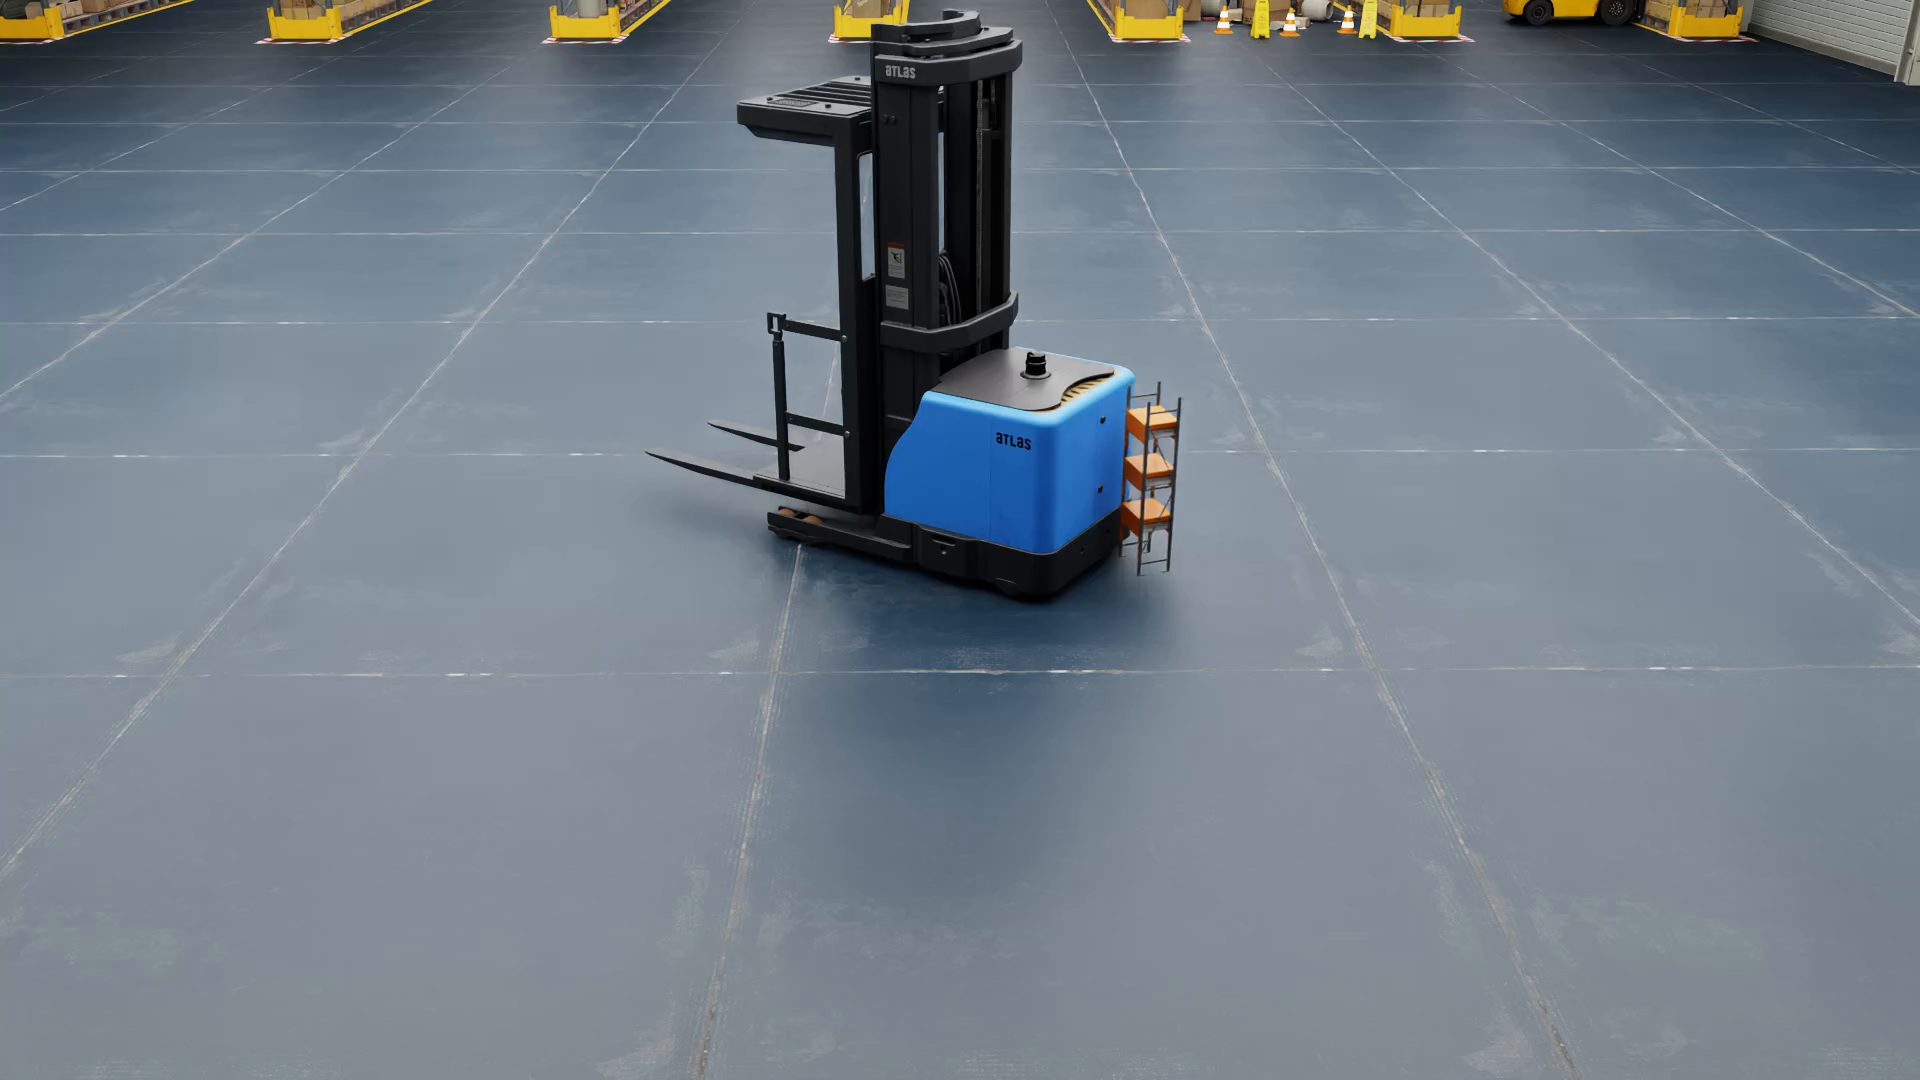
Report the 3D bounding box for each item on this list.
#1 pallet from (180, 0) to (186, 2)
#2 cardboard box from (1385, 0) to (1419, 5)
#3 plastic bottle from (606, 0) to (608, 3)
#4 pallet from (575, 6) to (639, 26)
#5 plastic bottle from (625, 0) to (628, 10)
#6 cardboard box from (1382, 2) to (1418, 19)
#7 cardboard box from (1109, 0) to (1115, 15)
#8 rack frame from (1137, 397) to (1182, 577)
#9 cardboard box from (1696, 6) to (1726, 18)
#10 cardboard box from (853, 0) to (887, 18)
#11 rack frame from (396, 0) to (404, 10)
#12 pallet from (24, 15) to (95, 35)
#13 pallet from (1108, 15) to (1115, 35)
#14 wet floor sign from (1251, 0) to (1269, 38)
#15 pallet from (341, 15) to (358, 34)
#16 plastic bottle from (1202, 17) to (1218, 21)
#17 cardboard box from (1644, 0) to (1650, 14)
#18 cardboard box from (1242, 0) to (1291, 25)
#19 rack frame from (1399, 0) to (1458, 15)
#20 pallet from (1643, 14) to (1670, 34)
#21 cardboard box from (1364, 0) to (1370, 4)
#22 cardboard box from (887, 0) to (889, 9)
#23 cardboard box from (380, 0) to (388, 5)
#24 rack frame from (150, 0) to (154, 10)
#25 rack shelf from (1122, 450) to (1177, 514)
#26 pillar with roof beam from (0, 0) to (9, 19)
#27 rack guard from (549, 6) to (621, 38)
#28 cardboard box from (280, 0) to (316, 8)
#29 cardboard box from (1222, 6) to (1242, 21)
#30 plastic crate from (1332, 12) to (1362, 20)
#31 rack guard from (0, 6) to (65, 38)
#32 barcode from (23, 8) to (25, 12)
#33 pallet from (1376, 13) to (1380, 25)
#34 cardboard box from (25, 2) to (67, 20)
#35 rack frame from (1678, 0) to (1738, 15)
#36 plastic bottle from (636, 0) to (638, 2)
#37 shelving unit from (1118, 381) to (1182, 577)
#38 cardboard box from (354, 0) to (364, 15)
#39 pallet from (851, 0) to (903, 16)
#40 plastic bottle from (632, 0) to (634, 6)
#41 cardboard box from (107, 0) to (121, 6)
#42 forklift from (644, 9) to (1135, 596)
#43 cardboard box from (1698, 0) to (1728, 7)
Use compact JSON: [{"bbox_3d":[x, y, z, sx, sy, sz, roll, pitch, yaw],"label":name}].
[{"bbox_3d":[-16.560,-11.440,34.788,1.003,0.211,1.213,0,24,-1],"label":"pallet"},{"bbox_3d":[8.009,-9.958,30.044,0.500,0.500,0.500,0,24,0],"label":"cardboard box"},{"bbox_3d":[-6.889,-10.590,32.205,0.144,0.351,0.185,0,24,-1],"label":"plastic bottle"},{"bbox_3d":[-6.645,-9.879,31.336,1.003,0.211,1.213,0,24,-1],"label":"pallet"},{"bbox_3d":[-6.276,-10.087,31.174,0.061,0.283,0.133,0,24,0],"label":"plastic bottle"},{"bbox_3d":[8.001,-9.629,30.227,0.500,0.250,0.500,0,24,-1],"label":"cardboard box"},{"bbox_3d":[3.245,-10.150,30.620,0.875,0.875,0.875,-1,24,-1],"label":"cardboard box"},{"bbox_3d":[1.087,-0.281,9.095,0.200,1.050,0.008,-9,28,-18],"label":"rack frame"},{"bbox_3d":[13.432,-9.514,29.974,0.500,0.250,0.500,0,24,0],"label":"cardboard box"},{"bbox_3d":[-1.621,-9.614,29.891,0.500,0.500,0.500,4,25,9],"label":"cardboard box"},{"bbox_3d":[-11.580,-11.909,32.442,1.000,3.000,0.127,0,24,-1],"label":"rack frame"},{"bbox_3d":[-16.464,-9.333,30.130,1.003,0.211,1.213,0,24,-1],"label":"pallet"},{"bbox_3d":[3.243,-9.343,30.153,1.003,0.211,1.213,0,24,-1],"label":"pallet"},{"bbox_3d":[5.310,-9.209,29.329,0.267,0.644,0.232,-4,25,-10],"label":"wet floor sign"},{"bbox_3d":[-11.587,-9.306,30.069,1.003,0.211,1.213,0,24,-1],"label":"pallet"},{"bbox_3d":[4.729,-9.859,31.474,0.283,0.061,0.133,-9,26,-19],"label":"plastic bottle"},{"bbox_3d":[12.929,-9.914,30.858,0.500,0.250,0.500,0,24,0],"label":"cardboard box"},{"bbox_3d":[5.728,-9.924,31.081,0.797,0.503,0.637,-19,31,-36],"label":"cardboard box"},{"bbox_3d":[8.279,-10.349,28.991,1.000,3.000,0.127,0,24,-1],"label":"rack frame"},{"bbox_3d":[13.192,-9.417,30.315,1.003,0.211,1.213,0,24,-1],"label":"pallet"},{"bbox_3d":[7.997,-10.253,31.606,0.500,0.250,0.500,-1,24,-1],"label":"cardboard box"},{"bbox_3d":[-1.611,-10.348,31.514,0.500,0.500,0.500,-2,24,-5],"label":"cardboard box"},{"bbox_3d":[-11.361,-10.452,32.046,0.500,0.250,0.500,0,24,-1],"label":"cardboard box"},{"bbox_3d":[-16.533,-11.886,32.390,1.000,3.000,0.127,0,24,-1],"label":"rack frame"},{"bbox_3d":[1.045,-0.323,9.202,0.215,0.259,0.240,-9,28,-18],"label":"rack shelf"},{"bbox_3d":[-13.058,-13.275,28.181,9.100,9.000,0.400,0,24,-1],"label":"pillar with roof beam"},{"bbox_3d":[-6.631,-9.174,29.428,1.175,0.500,0.348,0,24,-1],"label":"rack guard"},{"bbox_3d":[-11.840,-9.761,29.609,0.500,0.500,0.500,0,24,-1],"label":"cardboard box"},{"bbox_3d":[5.147,-9.987,31.510,0.396,0.266,0.258,4,25,9],"label":"cardboard box"},{"bbox_3d":[7.432,-10.016,31.799,0.402,0.080,0.583,-9,26,-19],"label":"plastic crate"},{"bbox_3d":[-16.491,-9.130,29.330,1.175,0.500,0.348,0,24,-1],"label":"rack guard"},{"bbox_3d":[-16.807,-9.508,29.851,0.001,0.075,0.075,0,24,-1],"label":"barcode"},{"bbox_3d":[8.294,-9.946,31.485,1.003,0.211,1.213,0,24,-1],"label":"pallet"},{"bbox_3d":[-16.407,-9.498,29.840,0.500,0.311,0.500,-3,25,-7],"label":"cardboard box"},{"bbox_3d":[13.242,-10.373,29.044,1.000,3.000,0.127,0,24,-1],"label":"rack frame"},{"bbox_3d":[-6.330,-10.580,32.185,0.144,0.351,0.185,-1,24,-3],"label":"plastic bottle"},{"bbox_3d":[1.045,-0.333,9.197,0.215,1.050,0.252,-9,28,-18],"label":"shelving unit"},{"bbox_3d":[-11.334,-9.834,30.680,0.500,0.250,0.500,0,24,-1],"label":"cardboard box"},{"bbox_3d":[-1.632,-10.405,32.500,1.003,0.211,1.213,0,24,-1],"label":"pallet"},{"bbox_3d":[-6.328,-10.346,31.758,0.152,0.276,0.135,0,24,0],"label":"plastic bottle"},{"bbox_3d":[-16.482,-10.520,31.869,0.500,0.500,0.500,-2,24,-5],"label":"cardboard box"},{"bbox_3d":[-0.530,-1.474,9.453,3.031,2.935,1.130,15,28,29],"label":"forklift"},{"bbox_3d":[13.445,-9.734,29.852,0.500,0.250,0.500,0,24,0],"label":"cardboard box"}]
